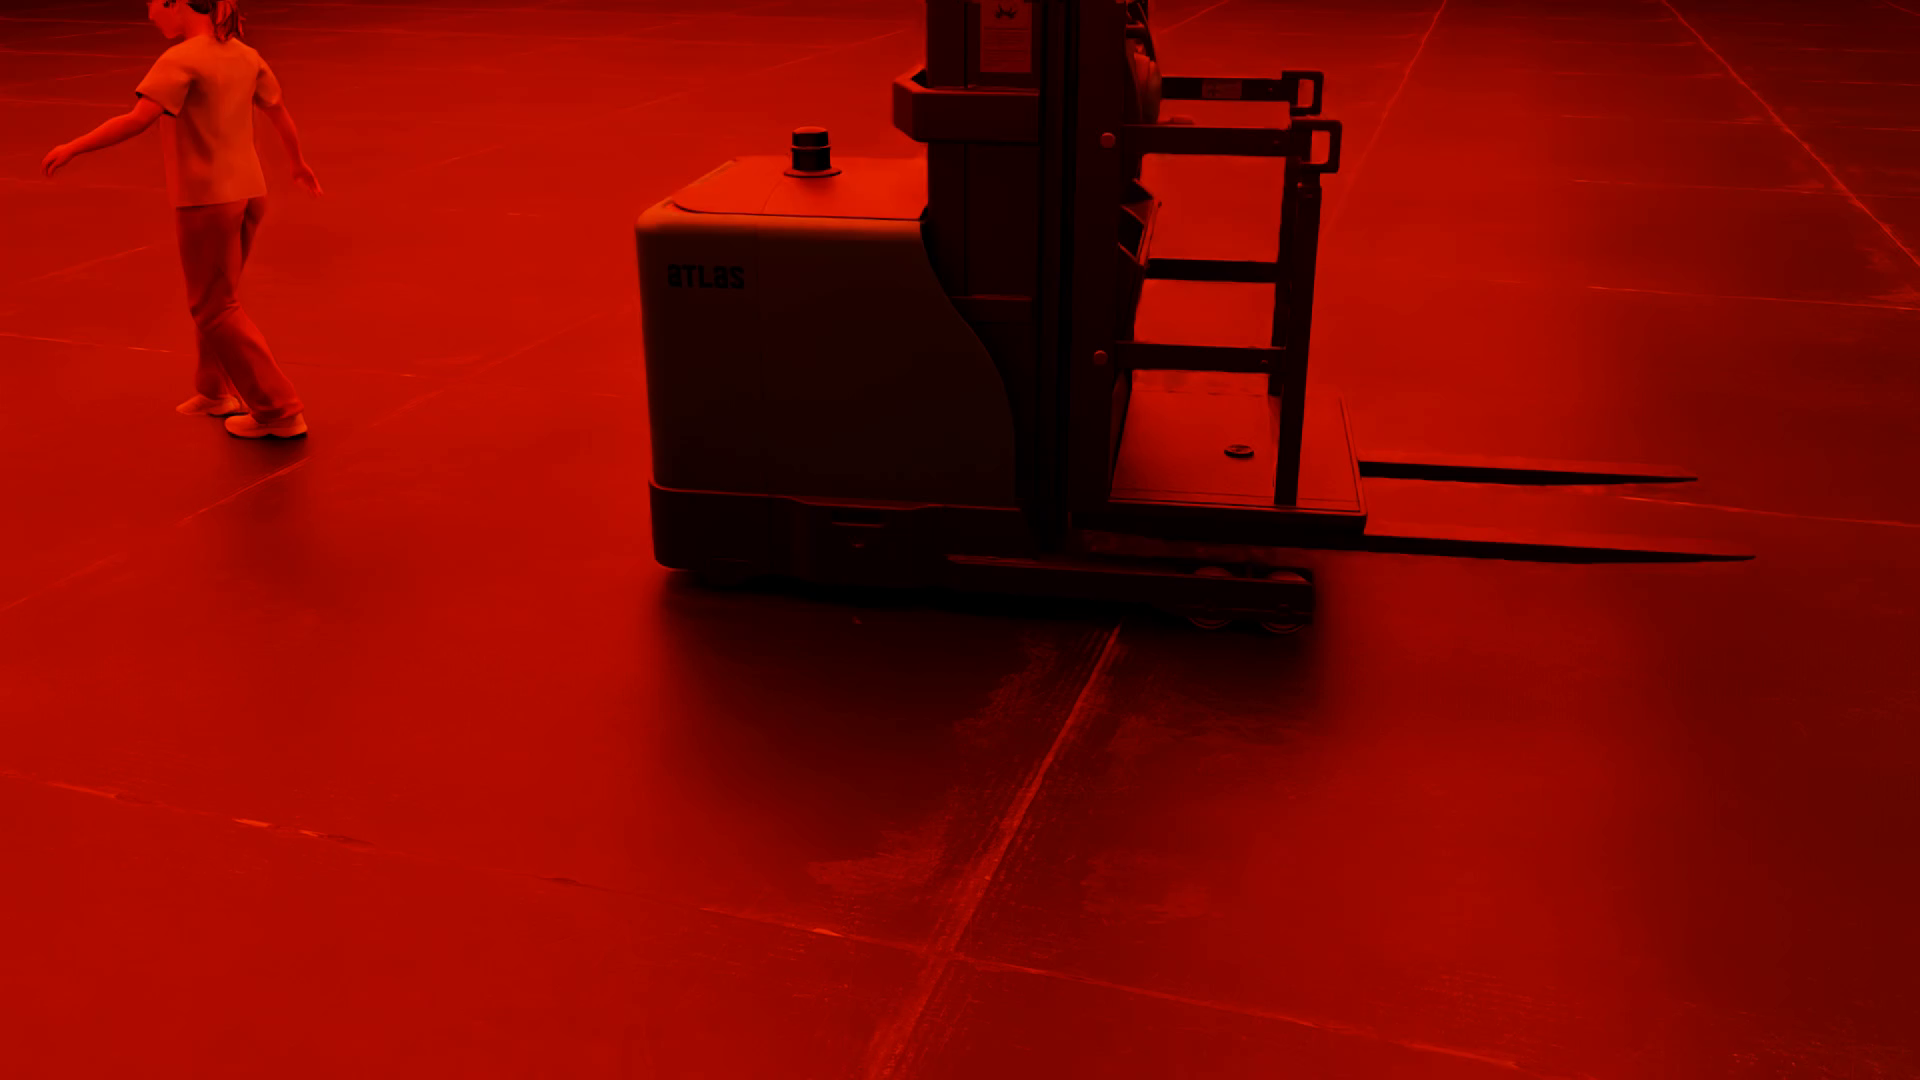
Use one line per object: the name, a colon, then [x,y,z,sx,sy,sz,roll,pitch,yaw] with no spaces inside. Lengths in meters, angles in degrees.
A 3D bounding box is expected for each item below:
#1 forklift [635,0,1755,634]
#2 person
forklift: [0.676,-1.319,4.475,3.031,2.935,1.130,3,23,8]
person: [-2.679,-1.182,5.867,0.680,1.679,0.904,5,23,13]
